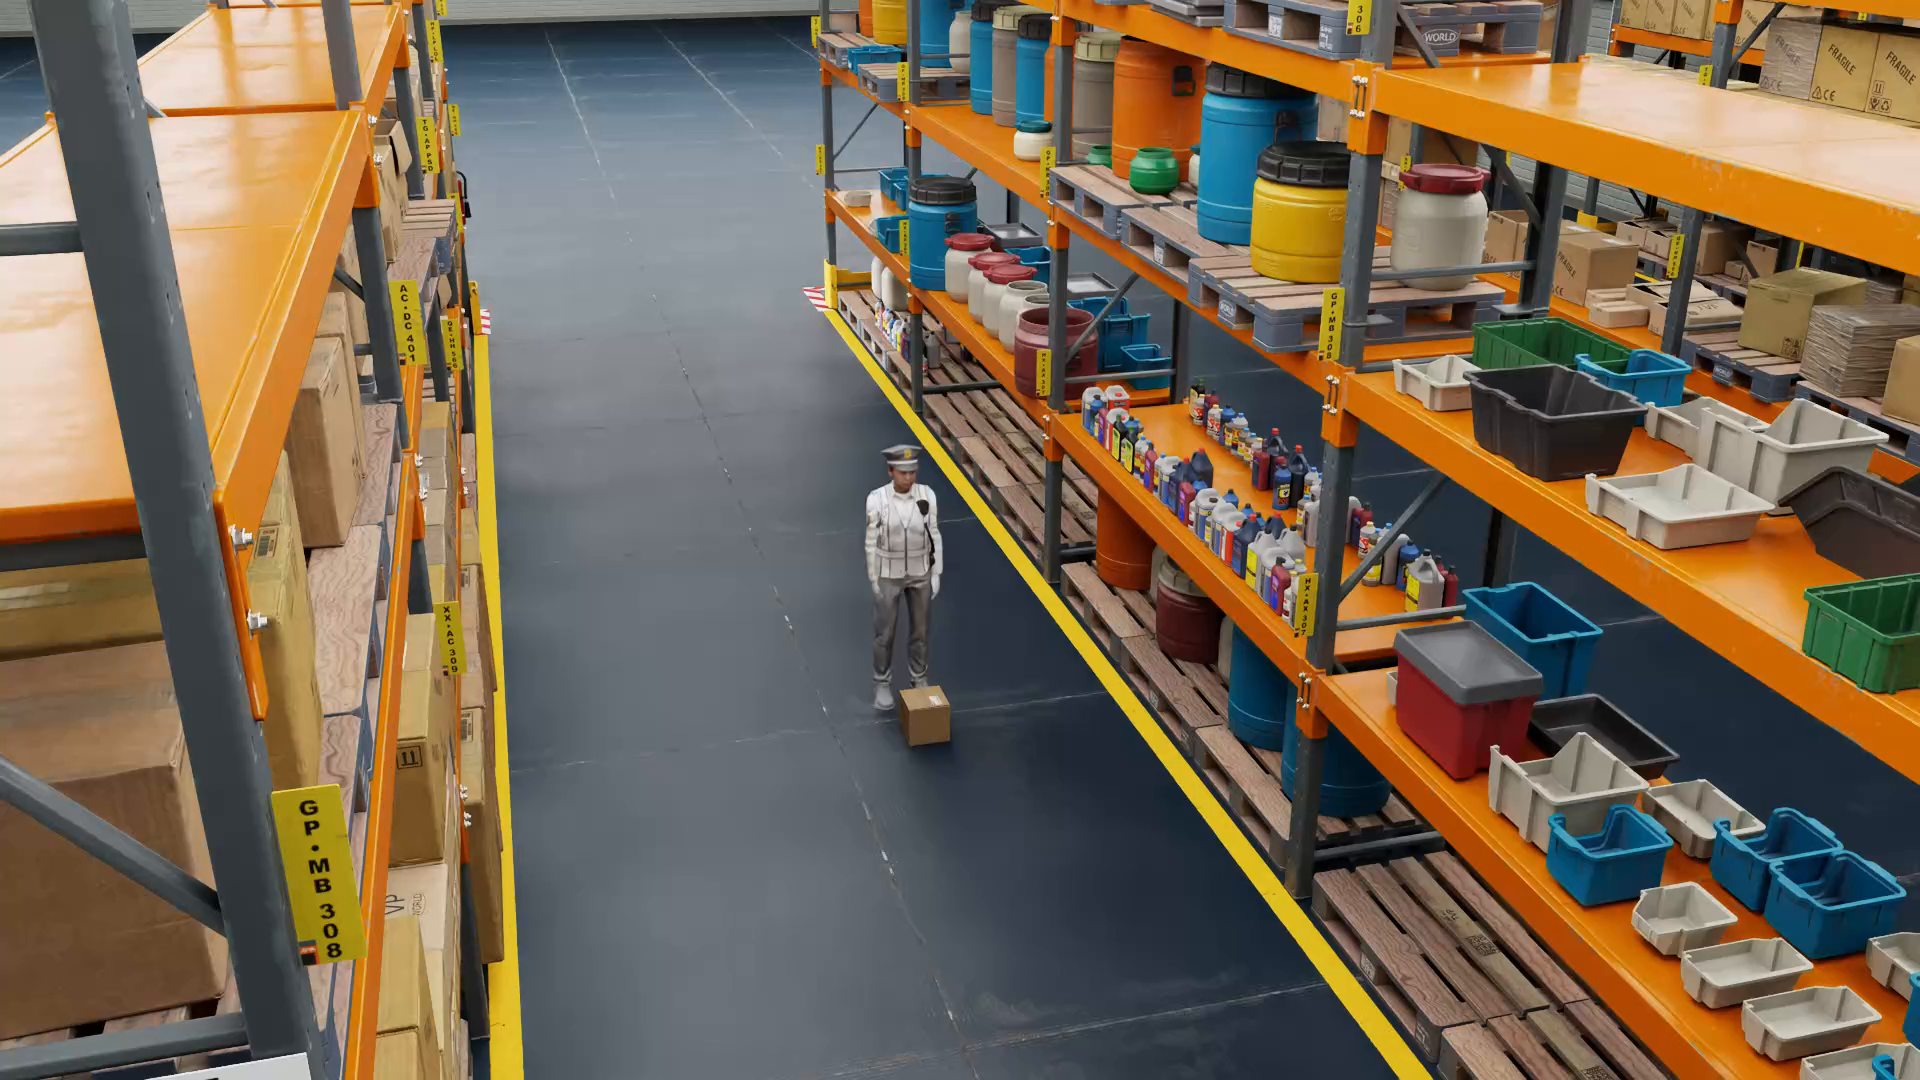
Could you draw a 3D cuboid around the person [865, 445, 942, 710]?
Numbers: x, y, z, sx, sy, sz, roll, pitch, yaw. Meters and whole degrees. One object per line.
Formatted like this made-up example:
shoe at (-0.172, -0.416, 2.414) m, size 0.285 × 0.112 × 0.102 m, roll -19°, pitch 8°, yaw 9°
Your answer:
person at (-0.335, 0.220, 10.111) m, size 0.466 × 1.692 × 0.344 m, roll -6°, pitch 24°, yaw -13°
